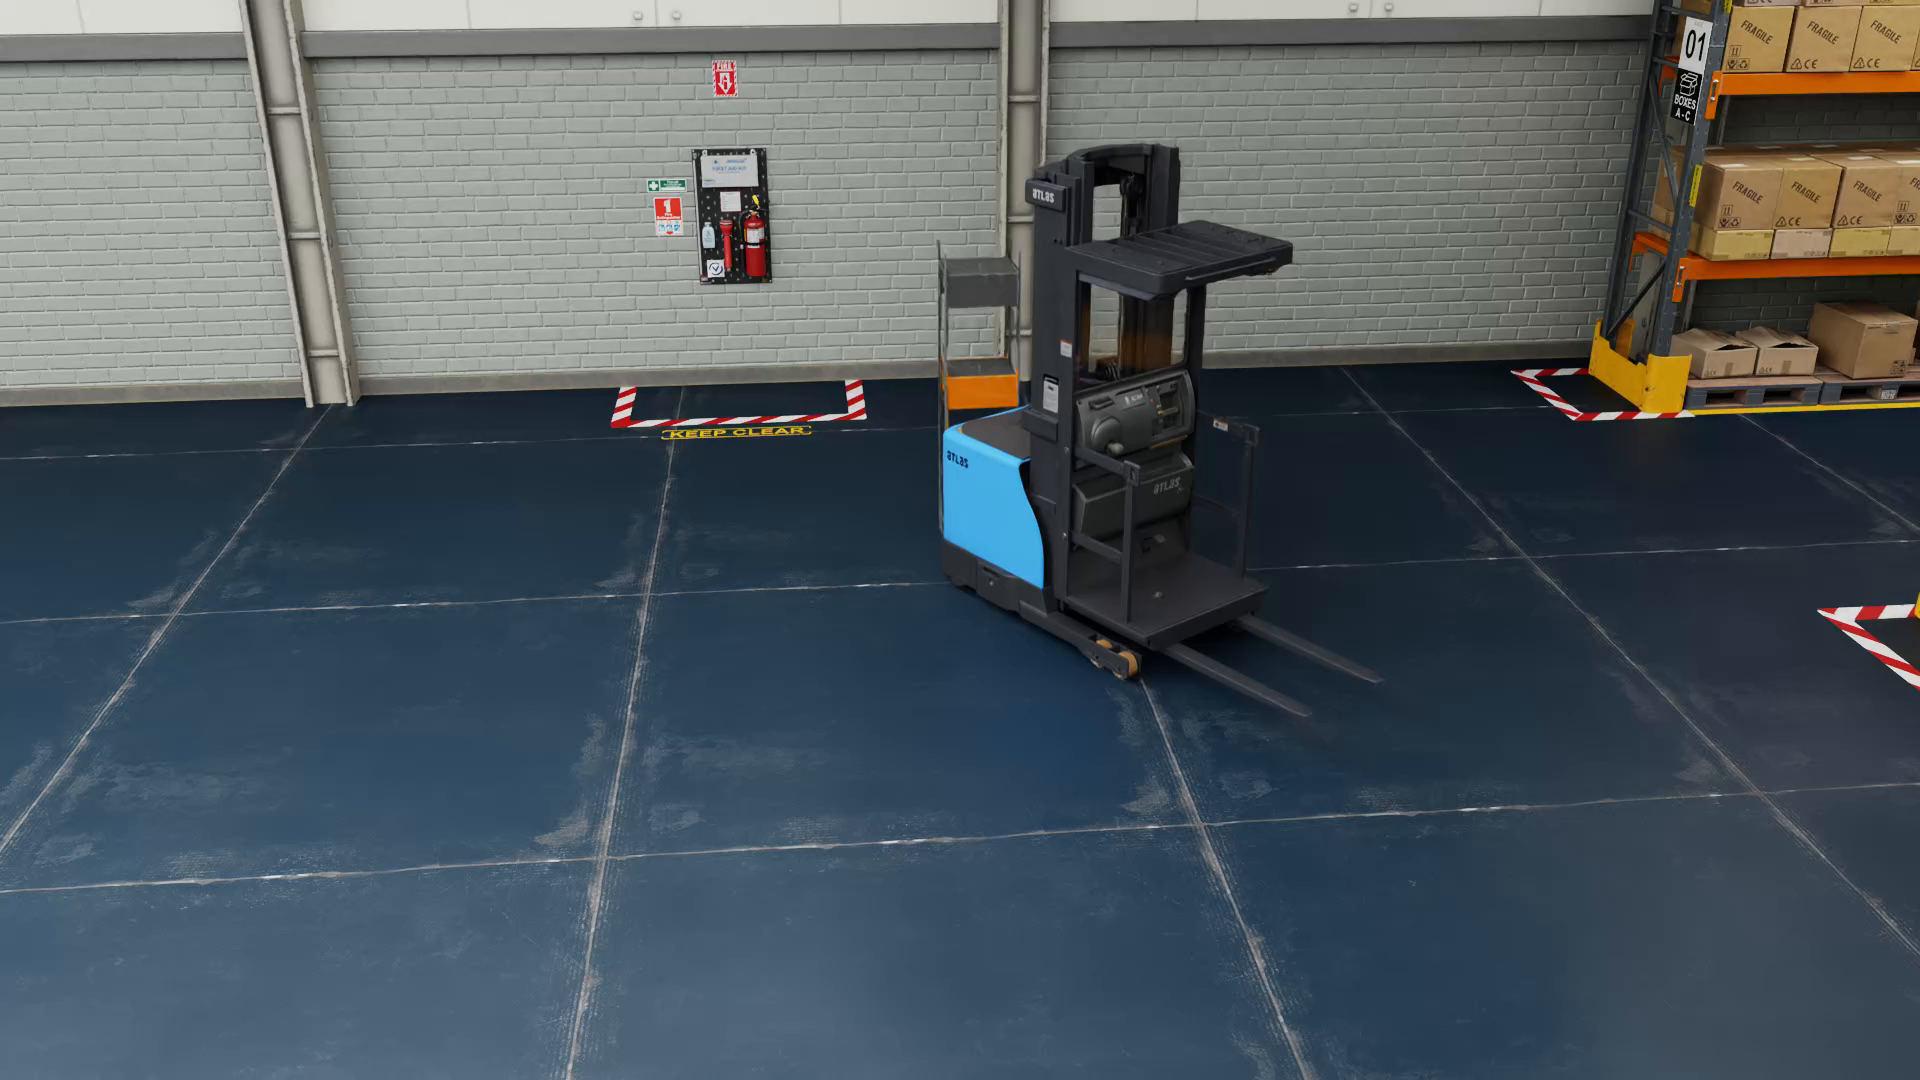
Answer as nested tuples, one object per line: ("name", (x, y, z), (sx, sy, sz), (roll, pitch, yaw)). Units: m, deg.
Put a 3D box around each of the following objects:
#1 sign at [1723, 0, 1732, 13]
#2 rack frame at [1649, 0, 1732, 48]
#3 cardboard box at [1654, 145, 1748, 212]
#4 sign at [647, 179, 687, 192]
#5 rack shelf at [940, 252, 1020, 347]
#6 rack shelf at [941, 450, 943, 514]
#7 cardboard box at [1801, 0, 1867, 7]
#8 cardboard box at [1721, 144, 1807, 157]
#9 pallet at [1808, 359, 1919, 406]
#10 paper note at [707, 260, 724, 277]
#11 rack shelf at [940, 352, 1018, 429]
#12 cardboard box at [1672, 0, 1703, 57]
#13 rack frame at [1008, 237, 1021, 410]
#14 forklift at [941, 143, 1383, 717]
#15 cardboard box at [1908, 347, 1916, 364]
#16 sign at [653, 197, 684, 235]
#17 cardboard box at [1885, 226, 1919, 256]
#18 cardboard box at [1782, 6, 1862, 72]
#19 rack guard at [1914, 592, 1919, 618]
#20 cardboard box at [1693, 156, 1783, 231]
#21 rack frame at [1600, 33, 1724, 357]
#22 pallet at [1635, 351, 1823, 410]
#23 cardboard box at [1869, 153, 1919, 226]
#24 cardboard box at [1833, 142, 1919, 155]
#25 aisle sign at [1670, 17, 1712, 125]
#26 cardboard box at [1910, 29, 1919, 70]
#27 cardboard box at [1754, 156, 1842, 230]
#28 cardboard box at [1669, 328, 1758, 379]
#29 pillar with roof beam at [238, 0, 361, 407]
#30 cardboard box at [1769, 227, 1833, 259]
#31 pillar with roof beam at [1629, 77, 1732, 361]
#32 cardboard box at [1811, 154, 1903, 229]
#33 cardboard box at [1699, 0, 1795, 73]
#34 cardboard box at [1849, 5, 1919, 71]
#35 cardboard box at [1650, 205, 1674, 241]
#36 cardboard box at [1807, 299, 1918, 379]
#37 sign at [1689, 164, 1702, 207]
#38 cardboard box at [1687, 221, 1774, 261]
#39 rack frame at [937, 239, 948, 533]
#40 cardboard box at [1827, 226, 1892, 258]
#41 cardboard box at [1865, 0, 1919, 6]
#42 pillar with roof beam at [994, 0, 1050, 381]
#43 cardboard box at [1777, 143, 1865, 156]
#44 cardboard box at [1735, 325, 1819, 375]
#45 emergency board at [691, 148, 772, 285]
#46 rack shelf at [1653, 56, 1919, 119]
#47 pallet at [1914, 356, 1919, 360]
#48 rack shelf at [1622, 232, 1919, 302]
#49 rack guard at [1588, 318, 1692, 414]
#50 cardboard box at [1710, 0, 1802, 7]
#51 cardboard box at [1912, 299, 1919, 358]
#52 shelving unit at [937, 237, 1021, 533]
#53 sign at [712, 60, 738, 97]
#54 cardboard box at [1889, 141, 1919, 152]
("sign", (5.937, -4.236, 12.819), (0.005, 0.325, 0.100), (-2, 24, -5))
("rack frame", (5.883, -5.427, 12.880), (0.127, 3.000, 1.000), (-2, 24, -5))
("cardboard box", (6.331, -3.074, 14.209), (0.500, 0.500, 0.500), (-3, 24, -6))
("sign", (-2.494, -3.015, 14.144), (0.331, 0.109, 0.001), (-2, 24, -5))
("rack shelf", (0.125, -1.608, 11.091), (0.480, 0.518, 0.431), (-3, 24, -7))
("rack shelf", (0.126, -0.328, 11.660), (0.480, 0.518, 0.431), (-3, 24, -7))
("cardboard box", (6.795, -4.485, 13.075), (0.500, 0.500, 0.500), (-3, 24, -6))
("cardboard box", (6.833, -3.090, 14.245), (0.500, 0.500, 0.500), (-2, 24, -4))
("pallet", (7.982, -1.480, 14.820), (1.213, 0.211, 1.003), (-2, 24, -5))
("paper note", (-2.122, -2.359, 14.448), (0.142, 0.148, 0.016), (-2, 24, -5))
("rack shelf", (0.125, -0.968, 11.375), (0.480, 0.518, 0.431), (-3, 24, -7))
("cardboard box", (6.274, -4.230, 13.733), (0.500, 0.500, 0.500), (-1, 24, -1))
("rack frame", (0.367, -0.994, 11.399), (0.015, 2.100, 0.400), (-3, 24, -7))
("forklift", (1.190, -0.739, 9.804), (1.130, 2.935, 3.031), (-18, 30, -35))
("cardboard box", (8.270, -1.688, 14.822), (0.250, 0.149, 0.380), (-4, 24, -9))
("sign", (-2.500, -2.776, 14.259), (0.234, 0.329, 0.001), (-2, 24, -5))
("cardboard box", (7.926, -2.581, 14.024), (0.500, 0.250, 0.500), (-2, 24, -5))
("cardboard box", (6.779, -4.030, 13.284), (0.500, 0.500, 0.500), (-1, 24, -2))
("rack guard", (6.350, 0.460, 10.100), (0.348, 0.500, 1.175), (-2, 24, -5))
("cardboard box", (6.388, -2.866, 13.743), (0.500, 0.500, 0.500), (-2, 24, -5))
("rack frame", (5.883, -2.686, 14.099), (0.127, 3.000, 1.000), (-2, 24, -5))
("pallet", (6.771, -1.432, 14.713), (1.213, 0.211, 1.003), (-2, 24, -5))
("cardboard box", (7.908, -2.926, 13.876), (0.500, 0.500, 0.500), (-2, 24, -3))
("cardboard box", (7.849, -3.132, 14.341), (0.500, 0.500, 0.500), (-2, 24, -4))
("aisle sign", (5.841, -3.749, 13.292), (0.004, 0.787, 0.394), (-2, 24, -5))
("cardboard box", (7.826, -4.083, 13.402), (0.500, 0.500, 0.500), (-1, 24, -2))
("cardboard box", (6.881, -2.882, 13.778), (0.500, 0.500, 0.500), (-2, 24, -5))
("cardboard box", (6.581, -1.649, 14.536), (0.500, 0.311, 0.500), (-5, 24, -11))
("pillar with roof beam", (-5.024, -3.585, 8.737), (0.400, 9.000, 9.100), (-2, 24, -5))
("cardboard box", (6.915, -2.544, 13.940), (0.500, 0.250, 0.500), (-3, 24, -7))
("pillar with roof beam", (6.918, -4.064, 9.815), (0.400, 9.000, 9.100), (-2, 24, -5))
("cardboard box", (7.395, -2.900, 13.819), (0.500, 0.500, 0.500), (-3, 24, -7))
("cardboard box", (6.241, -4.023, 13.268), (0.500, 0.500, 0.500), (-2, 24, -4))
("cardboard box", (7.295, -4.053, 13.334), (0.500, 0.500, 0.500), (-1, 24, -3))
("cardboard box", (6.329, -2.723, 14.344), (0.500, 0.250, 0.500), (-2, 24, -4))
("cardboard box", (7.883, -1.767, 14.569), (0.500, 0.500, 0.700), (-4, 24, -8))
("sign", (5.937, -2.862, 13.430), (0.005, 0.325, 0.100), (-2, 24, -5))
("cardboard box", (6.400, -2.517, 13.880), (0.500, 0.250, 0.500), (-3, 24, -7))
("rack frame", (-0.117, -0.967, 11.341), (0.015, 2.100, 0.400), (-3, 24, -7))
("cardboard box", (7.423, -2.562, 13.980), (0.500, 0.250, 0.500), (-3, 24, -6))
("cardboard box", (7.304, -4.510, 13.131), (0.500, 0.500, 0.500), (-2, 24, -4))
("pillar with roof beam", (0.947, -3.825, 9.276), (0.400, 9.000, 9.100), (-2, 24, -5))
("cardboard box", (7.347, -3.112, 14.295), (0.500, 0.500, 0.500), (-3, 24, -7))
("cardboard box", (7.148, -1.672, 14.587), (0.500, 0.311, 0.500), (0, 24, -1))
("emergency board", (-1.939, -2.740, 14.222), (0.643, 1.169, 0.194), (-2, 24, -5))
("rack shelf", (7.874, -3.807, 13.815), (4.000, 0.370, 1.077), (-2, 24, -5))
("pallet", (9.199, -1.530, 14.932), (1.213, 0.211, 1.003), (-2, 24, -5))
("rack shelf", (7.874, -2.437, 14.425), (4.000, 0.370, 1.077), (-2, 24, -5))
("rack guard", (5.959, -1.546, 14.613), (0.348, 0.500, 1.175), (-2, 24, -5))
("cardboard box", (6.290, -4.485, 13.076), (0.500, 0.500, 0.500), (-4, 24, -9))
("cardboard box", (8.835, -1.846, 14.747), (0.500, 0.500, 0.500), (-4, 24, -9))
("shelving unit", (0.125, -0.980, 11.370), (0.503, 2.100, 0.431), (-3, 24, -7))
("sign", (-1.957, -3.840, 13.841), (0.199, 0.298, 0.001), (-2, 24, -5))
("cardboard box", (8.364, -3.157, 14.397), (0.500, 0.500, 0.500), (-2, 24, -4))
